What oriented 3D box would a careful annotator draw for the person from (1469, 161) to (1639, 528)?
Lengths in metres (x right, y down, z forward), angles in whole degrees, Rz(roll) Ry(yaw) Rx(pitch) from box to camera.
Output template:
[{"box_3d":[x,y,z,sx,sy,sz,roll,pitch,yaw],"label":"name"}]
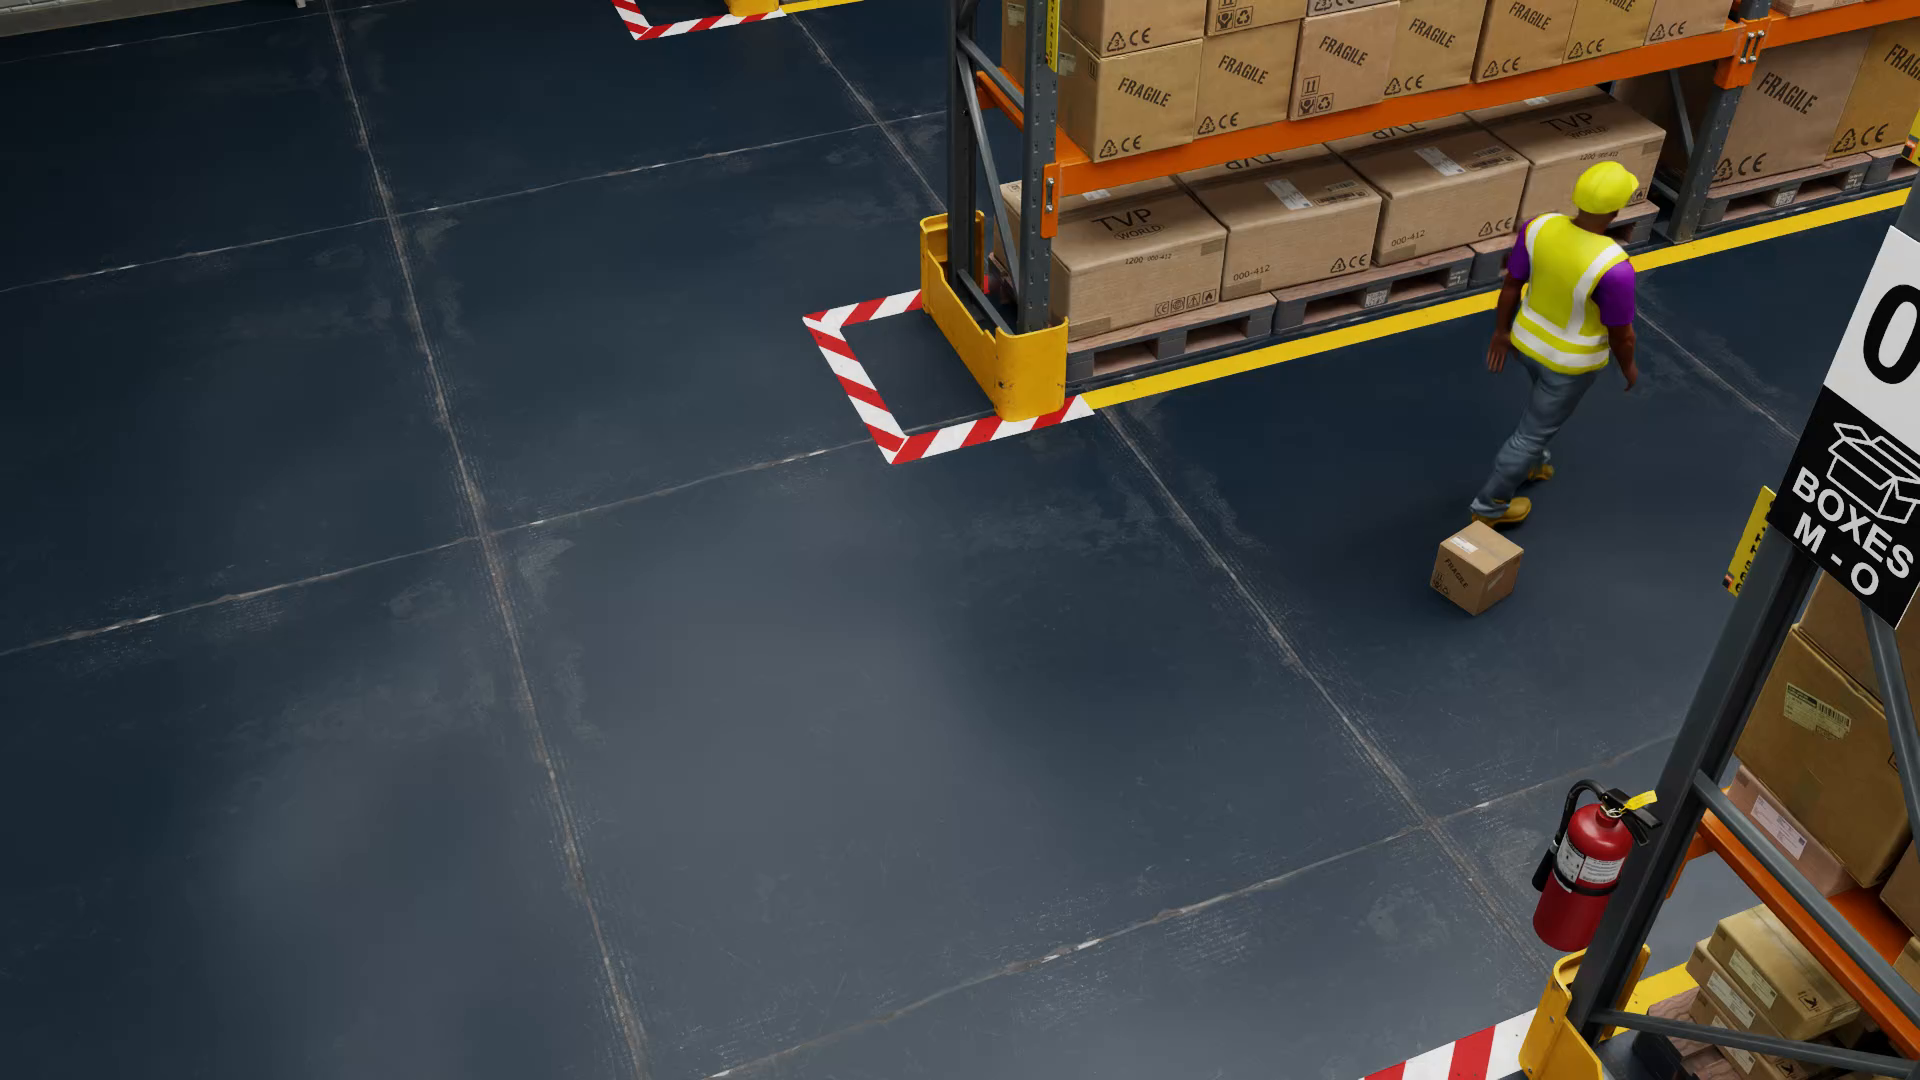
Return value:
[{"box_3d":[2.588,-0.796,7.066,0.691,1.823,0.570,-19,45,-21],"label":"person"}]
